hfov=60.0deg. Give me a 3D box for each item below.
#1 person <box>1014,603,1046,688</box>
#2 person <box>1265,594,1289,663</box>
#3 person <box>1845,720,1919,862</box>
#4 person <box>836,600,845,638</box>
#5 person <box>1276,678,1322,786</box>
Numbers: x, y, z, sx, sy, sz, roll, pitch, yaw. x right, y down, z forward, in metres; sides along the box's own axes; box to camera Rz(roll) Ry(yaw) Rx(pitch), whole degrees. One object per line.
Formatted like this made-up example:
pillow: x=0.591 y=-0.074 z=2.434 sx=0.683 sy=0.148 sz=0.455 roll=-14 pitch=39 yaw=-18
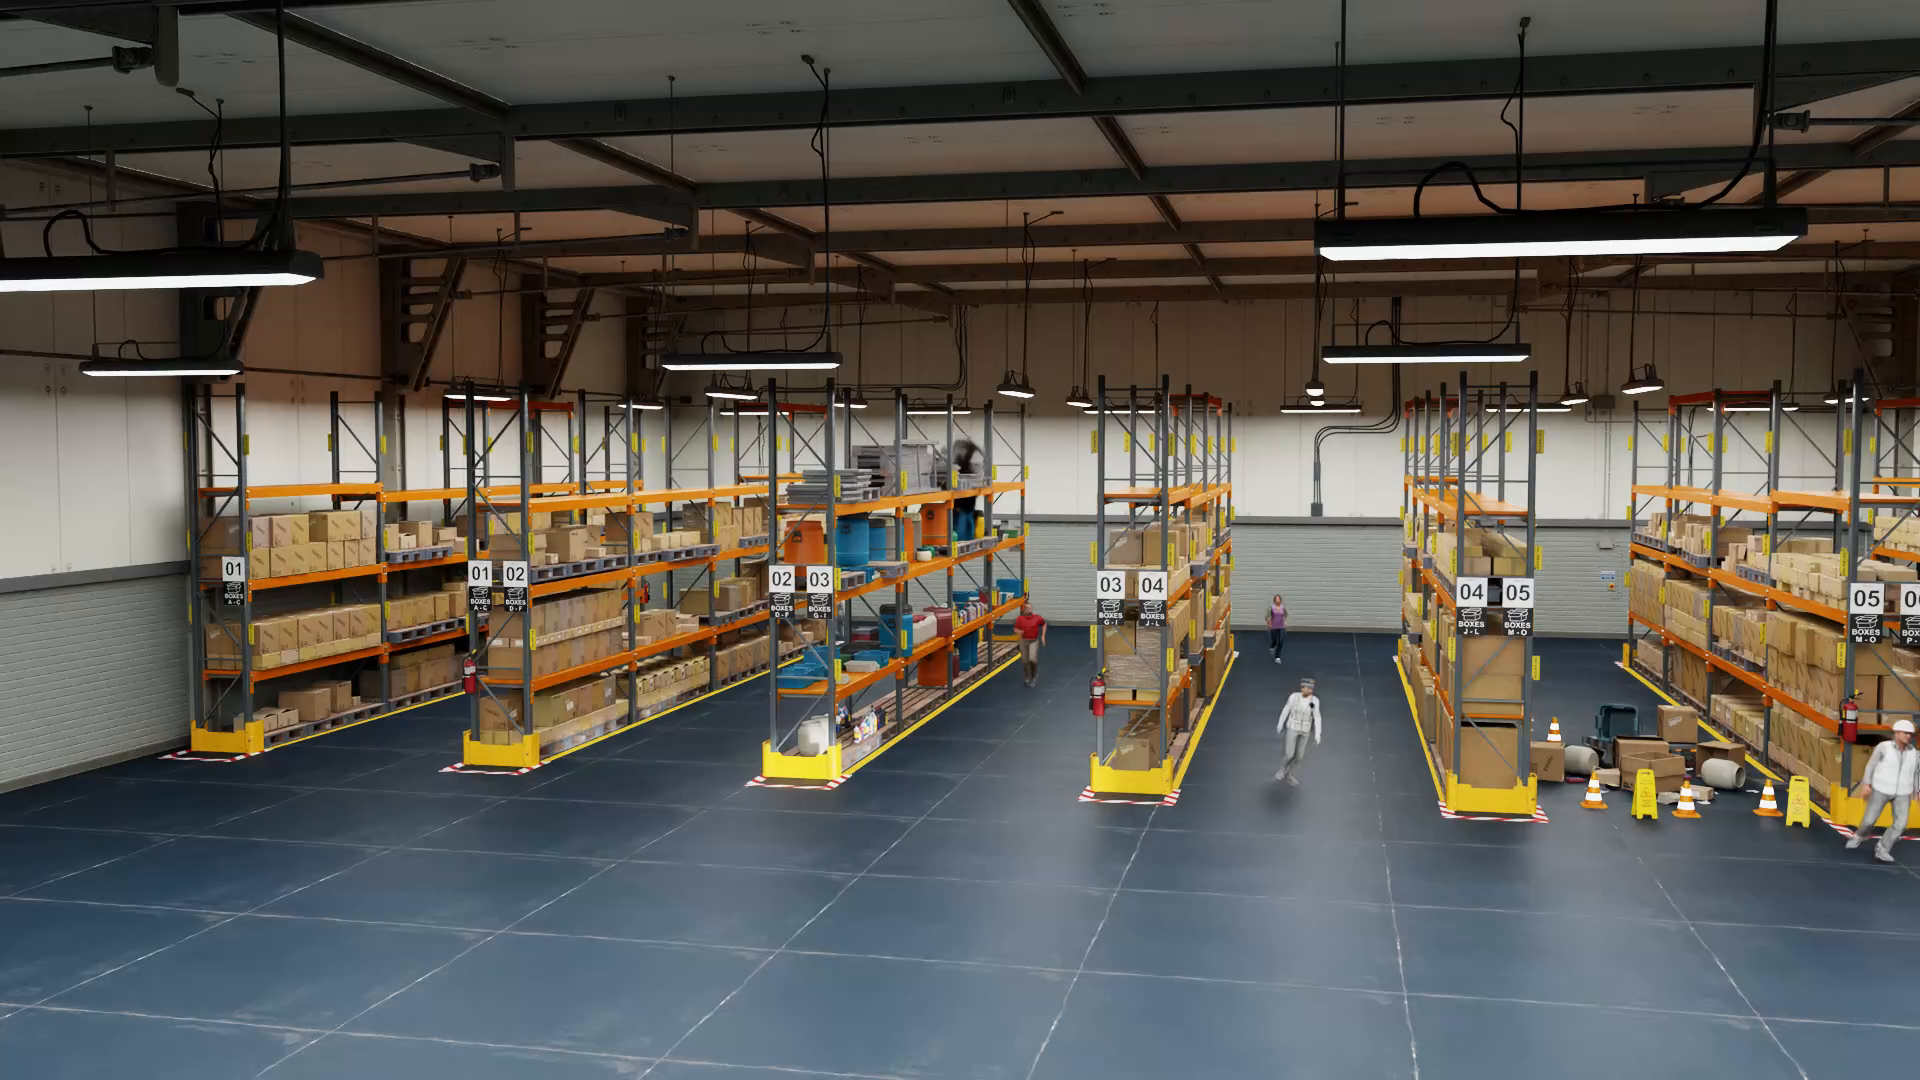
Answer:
person: x=1.436 y=2.187 z=34.417 sx=0.646 sy=1.769 sz=0.826 roll=1 pitch=3 yaw=11
person: x=7.323 y=2.035 z=38.382 sx=0.549 sy=1.566 sz=0.631 roll=0 pitch=3 yaw=-2
person: x=11.187 y=2.987 z=20.095 sx=0.731 sy=1.692 sz=0.681 roll=1 pitch=3 yaw=11
person: x=-3.107 y=1.643 z=43.256 sx=0.659 sy=1.814 sz=0.826 roll=-1 pitch=4 yaw=-23
person: x=4.965 y=2.804 z=24.342 sx=0.615 sy=1.612 sz=0.560 roll=0 pitch=3 yaw=-3
